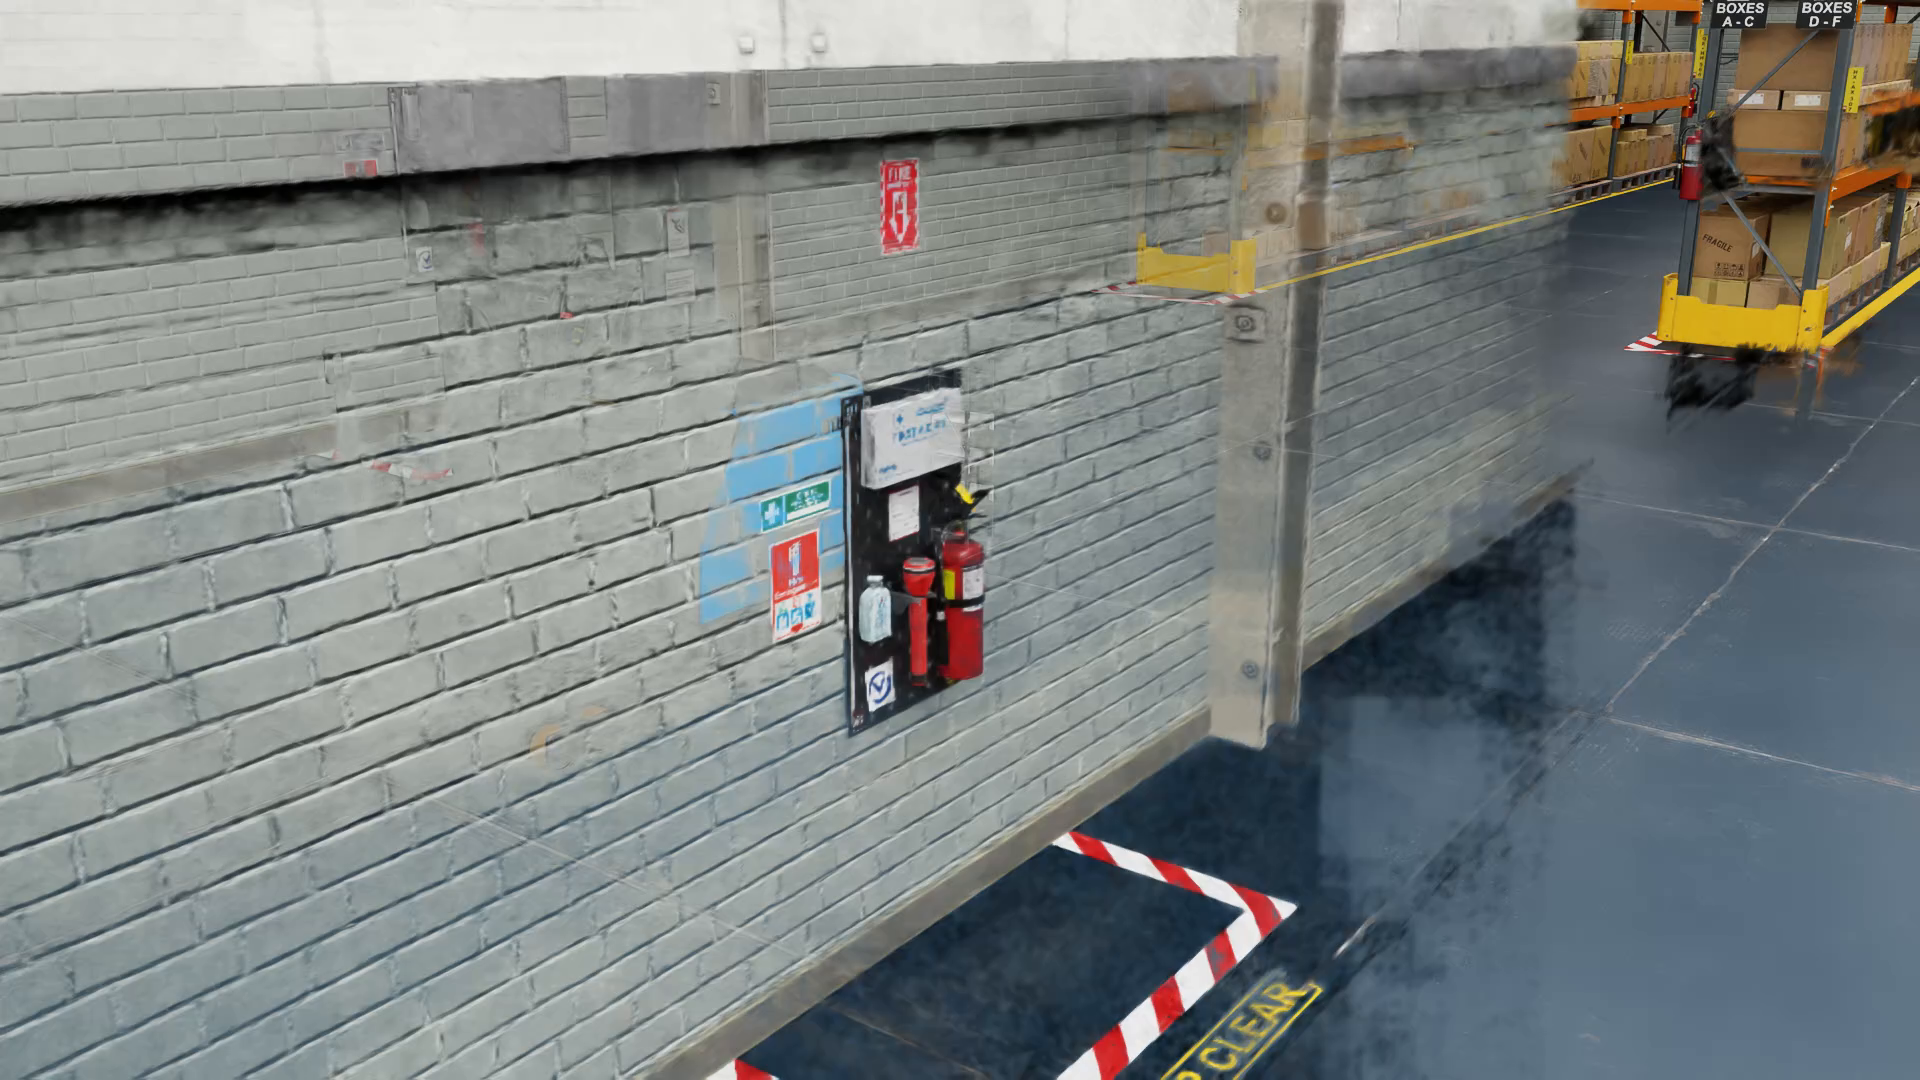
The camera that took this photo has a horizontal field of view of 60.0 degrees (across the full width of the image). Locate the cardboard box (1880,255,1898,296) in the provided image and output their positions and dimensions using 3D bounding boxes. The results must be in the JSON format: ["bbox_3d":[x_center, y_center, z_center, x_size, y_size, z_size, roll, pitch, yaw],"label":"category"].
[{"bbox_3d":[3.686,-4.240,17.057,0.500,0.250,0.500,13,21,35],"label":"cardboard box"}]

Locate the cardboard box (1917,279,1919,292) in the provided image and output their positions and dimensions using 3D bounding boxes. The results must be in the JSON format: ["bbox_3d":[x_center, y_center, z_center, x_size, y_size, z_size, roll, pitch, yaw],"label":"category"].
[{"bbox_3d":[6.221,-4.850,21.011,0.500,0.250,0.500,13,21,36],"label":"cardboard box"}]

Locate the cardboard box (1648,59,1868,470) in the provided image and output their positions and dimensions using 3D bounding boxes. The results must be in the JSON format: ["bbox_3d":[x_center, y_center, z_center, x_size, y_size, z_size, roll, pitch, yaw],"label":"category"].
[{"bbox_3d":[12.656,-2.037,9.745,25.117,3.000,2.723,13,21,35],"label":"cardboard box"}]

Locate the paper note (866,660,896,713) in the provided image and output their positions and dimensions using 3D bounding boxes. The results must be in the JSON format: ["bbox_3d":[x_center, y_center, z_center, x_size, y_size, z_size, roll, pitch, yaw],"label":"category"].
[{"bbox_3d":[-3.285,-1.733,10.252,0.016,0.148,0.142,12,21,35],"label":"paper note"}]

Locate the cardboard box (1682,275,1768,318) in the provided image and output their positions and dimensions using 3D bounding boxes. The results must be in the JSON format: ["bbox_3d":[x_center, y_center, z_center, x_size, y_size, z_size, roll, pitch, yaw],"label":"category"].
[{"bbox_3d":[2.354,-3.959,16.152,0.500,0.250,0.500,13,21,35],"label":"cardboard box"}]

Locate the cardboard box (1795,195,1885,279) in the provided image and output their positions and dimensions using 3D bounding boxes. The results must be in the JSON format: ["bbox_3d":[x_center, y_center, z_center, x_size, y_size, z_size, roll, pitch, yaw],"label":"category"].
[{"bbox_3d":[3.060,-4.348,16.141,0.500,0.500,0.500,12,21,35],"label":"cardboard box"}]

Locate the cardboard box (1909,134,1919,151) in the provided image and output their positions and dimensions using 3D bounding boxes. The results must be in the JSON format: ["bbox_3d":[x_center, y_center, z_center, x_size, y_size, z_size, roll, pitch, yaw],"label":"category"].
[{"bbox_3d":[6.637,-6.181,21.087,0.380,0.149,0.250,9,19,26],"label":"cardboard box"}]

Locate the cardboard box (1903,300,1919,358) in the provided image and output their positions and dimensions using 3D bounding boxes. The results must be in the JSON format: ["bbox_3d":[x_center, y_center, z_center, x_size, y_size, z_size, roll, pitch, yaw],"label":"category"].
[{"bbox_3d":[5.644,-4.269,20.405,0.700,0.500,0.500,13,21,35],"label":"cardboard box"}]

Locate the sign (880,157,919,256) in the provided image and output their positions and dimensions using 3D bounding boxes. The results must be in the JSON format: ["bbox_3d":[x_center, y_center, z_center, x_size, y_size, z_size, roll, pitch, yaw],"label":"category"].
[{"bbox_3d":[-3.209,-3.306,9.925,0.001,0.298,0.199,12,21,35],"label":"sign"}]

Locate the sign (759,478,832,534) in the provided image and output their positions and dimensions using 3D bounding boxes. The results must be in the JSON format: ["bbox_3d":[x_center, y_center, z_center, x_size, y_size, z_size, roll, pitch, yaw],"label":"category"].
[{"bbox_3d":[-3.527,-2.340,9.767,0.001,0.109,0.331,12,21,35],"label":"sign"}]

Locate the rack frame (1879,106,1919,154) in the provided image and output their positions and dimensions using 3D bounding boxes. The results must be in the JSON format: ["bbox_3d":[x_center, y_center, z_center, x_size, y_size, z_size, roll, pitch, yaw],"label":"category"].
[{"bbox_3d":[6.998,-5.780,21.800,1.000,3.000,0.127,12,21,35],"label":"rack frame"}]

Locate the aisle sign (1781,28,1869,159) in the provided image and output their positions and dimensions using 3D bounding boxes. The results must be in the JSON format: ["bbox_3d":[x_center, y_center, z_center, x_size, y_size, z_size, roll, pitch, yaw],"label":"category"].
[{"bbox_3d":[2.429,-5.046,15.053,0.394,0.787,0.004,12,21,35],"label":"aisle sign"}]

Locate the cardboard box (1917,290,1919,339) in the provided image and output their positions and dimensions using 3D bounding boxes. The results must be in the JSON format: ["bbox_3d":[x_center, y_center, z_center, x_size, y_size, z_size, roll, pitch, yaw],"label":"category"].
[{"bbox_3d":[20.828,-3.987,15.739,30.589,2.729,9.244,12,21,35],"label":"cardboard box"}]

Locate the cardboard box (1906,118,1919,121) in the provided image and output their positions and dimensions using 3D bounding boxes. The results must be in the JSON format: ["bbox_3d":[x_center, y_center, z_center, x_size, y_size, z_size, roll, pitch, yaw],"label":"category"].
[{"bbox_3d":[7.680,-6.736,22.909,0.500,0.250,0.500,12,21,33],"label":"cardboard box"}]

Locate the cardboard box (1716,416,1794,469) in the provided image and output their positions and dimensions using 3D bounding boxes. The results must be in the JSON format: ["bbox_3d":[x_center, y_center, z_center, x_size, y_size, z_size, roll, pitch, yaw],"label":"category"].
[{"bbox_3d":[2.716,-2.950,16.477,0.500,0.311,0.500,10,20,29],"label":"cardboard box"}]

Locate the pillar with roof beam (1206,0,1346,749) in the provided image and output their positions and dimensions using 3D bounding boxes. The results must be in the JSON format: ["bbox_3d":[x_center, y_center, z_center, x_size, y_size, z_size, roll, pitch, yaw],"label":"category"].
[{"bbox_3d":[1.836,-4.870,8.752,9.100,9.000,0.400,12,21,35],"label":"pillar with roof beam"}]

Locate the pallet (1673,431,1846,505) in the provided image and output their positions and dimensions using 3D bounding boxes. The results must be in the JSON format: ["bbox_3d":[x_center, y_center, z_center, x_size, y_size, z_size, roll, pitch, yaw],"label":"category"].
[{"bbox_3d":[2.789,-2.749,16.739,1.003,0.211,1.213,12,21,35],"label":"pallet"}]

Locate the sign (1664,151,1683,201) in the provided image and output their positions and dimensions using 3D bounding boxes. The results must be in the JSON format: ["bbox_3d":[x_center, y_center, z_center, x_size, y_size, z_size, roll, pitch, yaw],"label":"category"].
[{"bbox_3d":[1.798,-4.682,15.777,0.100,0.325,0.005,12,21,35],"label":"sign"}]

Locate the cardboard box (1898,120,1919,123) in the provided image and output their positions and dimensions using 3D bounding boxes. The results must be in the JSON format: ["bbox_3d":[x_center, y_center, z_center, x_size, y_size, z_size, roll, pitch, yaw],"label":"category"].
[{"bbox_3d":[7.372,-6.615,22.518,0.500,0.250,0.500,12,21,33],"label":"cardboard box"}]

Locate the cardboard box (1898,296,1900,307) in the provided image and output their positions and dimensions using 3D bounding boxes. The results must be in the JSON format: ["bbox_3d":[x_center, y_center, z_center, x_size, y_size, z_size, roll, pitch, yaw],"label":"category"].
[{"bbox_3d":[5.607,-4.611,20.241,0.500,0.250,0.500,12,21,33],"label":"cardboard box"}]

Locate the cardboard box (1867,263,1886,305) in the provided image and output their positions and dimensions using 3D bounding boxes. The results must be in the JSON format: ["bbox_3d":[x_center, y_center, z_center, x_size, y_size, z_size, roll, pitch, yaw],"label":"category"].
[{"bbox_3d":[3.383,-4.120,16.671,0.500,0.250,0.500,12,21,34],"label":"cardboard box"}]

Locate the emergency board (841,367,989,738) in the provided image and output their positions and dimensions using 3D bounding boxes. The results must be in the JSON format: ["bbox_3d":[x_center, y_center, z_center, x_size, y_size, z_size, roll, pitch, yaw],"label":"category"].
[{"bbox_3d":[-3.124,-2.184,10.218,0.194,1.169,0.643,12,21,35],"label":"emergency board"}]

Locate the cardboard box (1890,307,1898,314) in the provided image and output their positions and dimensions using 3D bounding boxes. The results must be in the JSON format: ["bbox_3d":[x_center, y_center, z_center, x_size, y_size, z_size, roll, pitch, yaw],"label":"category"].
[{"bbox_3d":[5.308,-4.154,20.037,0.700,0.500,0.500,12,21,34],"label":"cardboard box"}]

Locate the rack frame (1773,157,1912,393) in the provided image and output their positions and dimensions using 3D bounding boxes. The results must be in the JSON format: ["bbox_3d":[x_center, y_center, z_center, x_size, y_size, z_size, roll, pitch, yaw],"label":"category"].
[{"bbox_3d":[4.615,-4.828,18.732,1.000,3.000,0.127,12,21,35],"label":"rack frame"}]

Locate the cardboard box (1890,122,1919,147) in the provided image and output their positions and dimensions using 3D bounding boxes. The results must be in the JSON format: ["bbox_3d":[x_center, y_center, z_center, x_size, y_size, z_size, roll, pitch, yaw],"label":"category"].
[{"bbox_3d":[7.060,-6.492,22.122,0.500,0.250,0.500,13,22,36],"label":"cardboard box"}]

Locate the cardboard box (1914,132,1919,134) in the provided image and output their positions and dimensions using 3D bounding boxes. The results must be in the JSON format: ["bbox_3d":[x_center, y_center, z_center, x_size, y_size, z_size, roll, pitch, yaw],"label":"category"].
[{"bbox_3d":[6.817,-6.261,21.342,0.380,0.149,0.250,9,20,28],"label":"cardboard box"}]

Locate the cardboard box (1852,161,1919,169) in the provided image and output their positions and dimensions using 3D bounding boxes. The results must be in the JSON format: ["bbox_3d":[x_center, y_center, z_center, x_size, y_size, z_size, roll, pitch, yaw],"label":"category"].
[{"bbox_3d":[5.284,-5.333,19.448,0.700,0.500,0.500,15,23,40],"label":"cardboard box"}]

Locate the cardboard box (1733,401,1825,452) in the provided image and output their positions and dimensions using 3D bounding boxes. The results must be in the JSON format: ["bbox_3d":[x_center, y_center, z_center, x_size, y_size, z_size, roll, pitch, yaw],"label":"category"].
[{"bbox_3d":[3.056,-3.086,16.915,0.500,0.311,0.500,15,22,39],"label":"cardboard box"}]

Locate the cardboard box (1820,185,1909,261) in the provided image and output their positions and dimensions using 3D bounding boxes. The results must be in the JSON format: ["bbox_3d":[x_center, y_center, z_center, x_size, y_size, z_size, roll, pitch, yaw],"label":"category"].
[{"bbox_3d":[3.671,-4.595,16.936,0.500,0.500,0.500,13,22,36],"label":"cardboard box"}]

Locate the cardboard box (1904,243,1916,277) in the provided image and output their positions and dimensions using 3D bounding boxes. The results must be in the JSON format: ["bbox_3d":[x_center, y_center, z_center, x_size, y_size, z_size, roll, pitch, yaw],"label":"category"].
[{"bbox_3d":[5.872,-3.634,16.540,4.849,1.100,0.969,13,21,35],"label":"cardboard box"}]

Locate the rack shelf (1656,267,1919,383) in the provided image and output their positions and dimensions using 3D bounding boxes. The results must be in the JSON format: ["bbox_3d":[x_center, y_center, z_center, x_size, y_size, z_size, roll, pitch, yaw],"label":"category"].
[{"bbox_3d":[3.423,-4.008,17.305,1.077,0.370,4.000,12,21,35],"label":"rack shelf"}]

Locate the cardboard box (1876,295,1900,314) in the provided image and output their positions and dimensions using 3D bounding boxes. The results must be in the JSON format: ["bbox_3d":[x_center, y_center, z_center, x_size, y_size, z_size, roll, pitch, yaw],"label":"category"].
[{"bbox_3d":[5.300,-4.486,19.840,0.500,0.250,0.500,12,21,34],"label":"cardboard box"}]

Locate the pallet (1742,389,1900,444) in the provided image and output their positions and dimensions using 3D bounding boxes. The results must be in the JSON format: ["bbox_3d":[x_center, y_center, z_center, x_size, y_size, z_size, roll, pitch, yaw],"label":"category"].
[{"bbox_3d":[4.243,-3.330,18.611,1.003,0.211,1.213,12,21,35],"label":"pallet"}]

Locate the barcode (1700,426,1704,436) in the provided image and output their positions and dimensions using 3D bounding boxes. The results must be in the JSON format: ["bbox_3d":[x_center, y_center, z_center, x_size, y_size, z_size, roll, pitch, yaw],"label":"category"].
[{"bbox_3d":[2.406,-3.029,16.717,0.001,0.075,0.075,12,21,35],"label":"barcode"}]

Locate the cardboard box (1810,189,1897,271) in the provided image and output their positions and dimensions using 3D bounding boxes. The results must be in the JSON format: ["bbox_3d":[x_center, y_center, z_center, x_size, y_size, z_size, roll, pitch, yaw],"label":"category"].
[{"bbox_3d":[3.373,-4.470,16.534,0.524,0.500,0.524,13,21,36],"label":"cardboard box"}]

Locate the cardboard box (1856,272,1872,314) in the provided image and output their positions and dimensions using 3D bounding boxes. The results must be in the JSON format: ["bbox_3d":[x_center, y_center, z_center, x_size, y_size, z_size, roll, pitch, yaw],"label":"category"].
[{"bbox_3d":[3.075,-3.999,16.284,0.500,0.250,0.500,12,21,33],"label":"cardboard box"}]

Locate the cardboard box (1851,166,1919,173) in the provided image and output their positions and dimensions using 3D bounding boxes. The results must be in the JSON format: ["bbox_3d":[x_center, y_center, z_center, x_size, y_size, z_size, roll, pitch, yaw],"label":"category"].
[{"bbox_3d":[4.945,-5.201,19.023,0.700,0.500,0.500,12,21,35],"label":"cardboard box"}]

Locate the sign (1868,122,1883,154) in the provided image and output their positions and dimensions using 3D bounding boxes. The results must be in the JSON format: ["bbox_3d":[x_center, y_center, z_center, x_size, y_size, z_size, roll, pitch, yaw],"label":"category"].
[{"bbox_3d":[6.550,-6.431,21.942,0.100,0.325,0.005,12,21,35],"label":"sign"}]

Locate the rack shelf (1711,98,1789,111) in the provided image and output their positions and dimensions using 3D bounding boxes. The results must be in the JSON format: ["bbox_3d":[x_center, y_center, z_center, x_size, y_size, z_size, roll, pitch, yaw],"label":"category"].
[{"bbox_3d":[3.423,-5.509,16.839,0.831,0.071,3.687,12,21,35],"label":"rack shelf"}]

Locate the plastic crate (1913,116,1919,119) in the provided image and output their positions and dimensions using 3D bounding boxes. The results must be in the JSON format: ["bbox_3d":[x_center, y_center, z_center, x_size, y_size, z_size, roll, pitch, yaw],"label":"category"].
[{"bbox_3d":[13.177,-6.069,21.819,10.819,0.879,4.054,12,21,35],"label":"plastic crate"}]
